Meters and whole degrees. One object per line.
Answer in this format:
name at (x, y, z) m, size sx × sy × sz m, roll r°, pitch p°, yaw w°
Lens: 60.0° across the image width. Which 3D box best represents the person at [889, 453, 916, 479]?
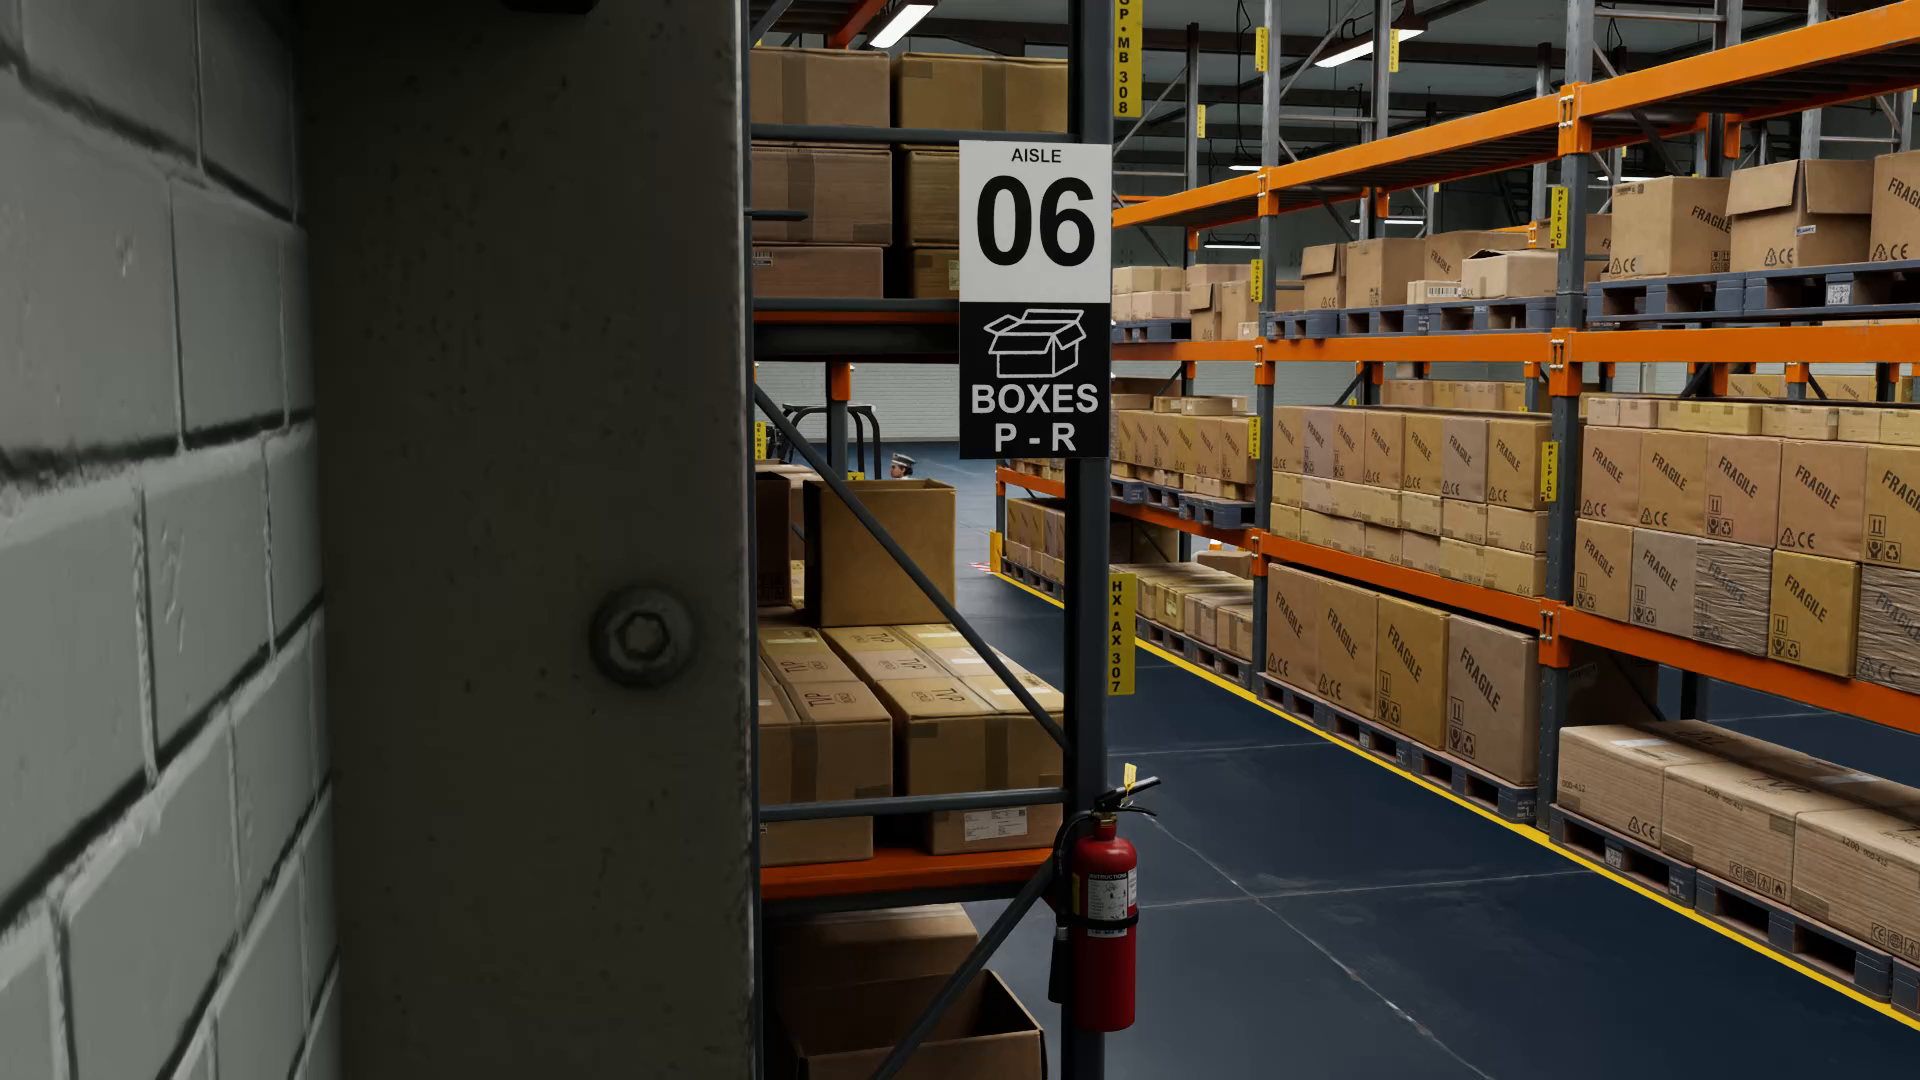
person at (-0.753, -0.047, 17.210) m, size 0.615 × 1.713 × 0.500 m, roll -2°, pitch 7°, yaw -18°
